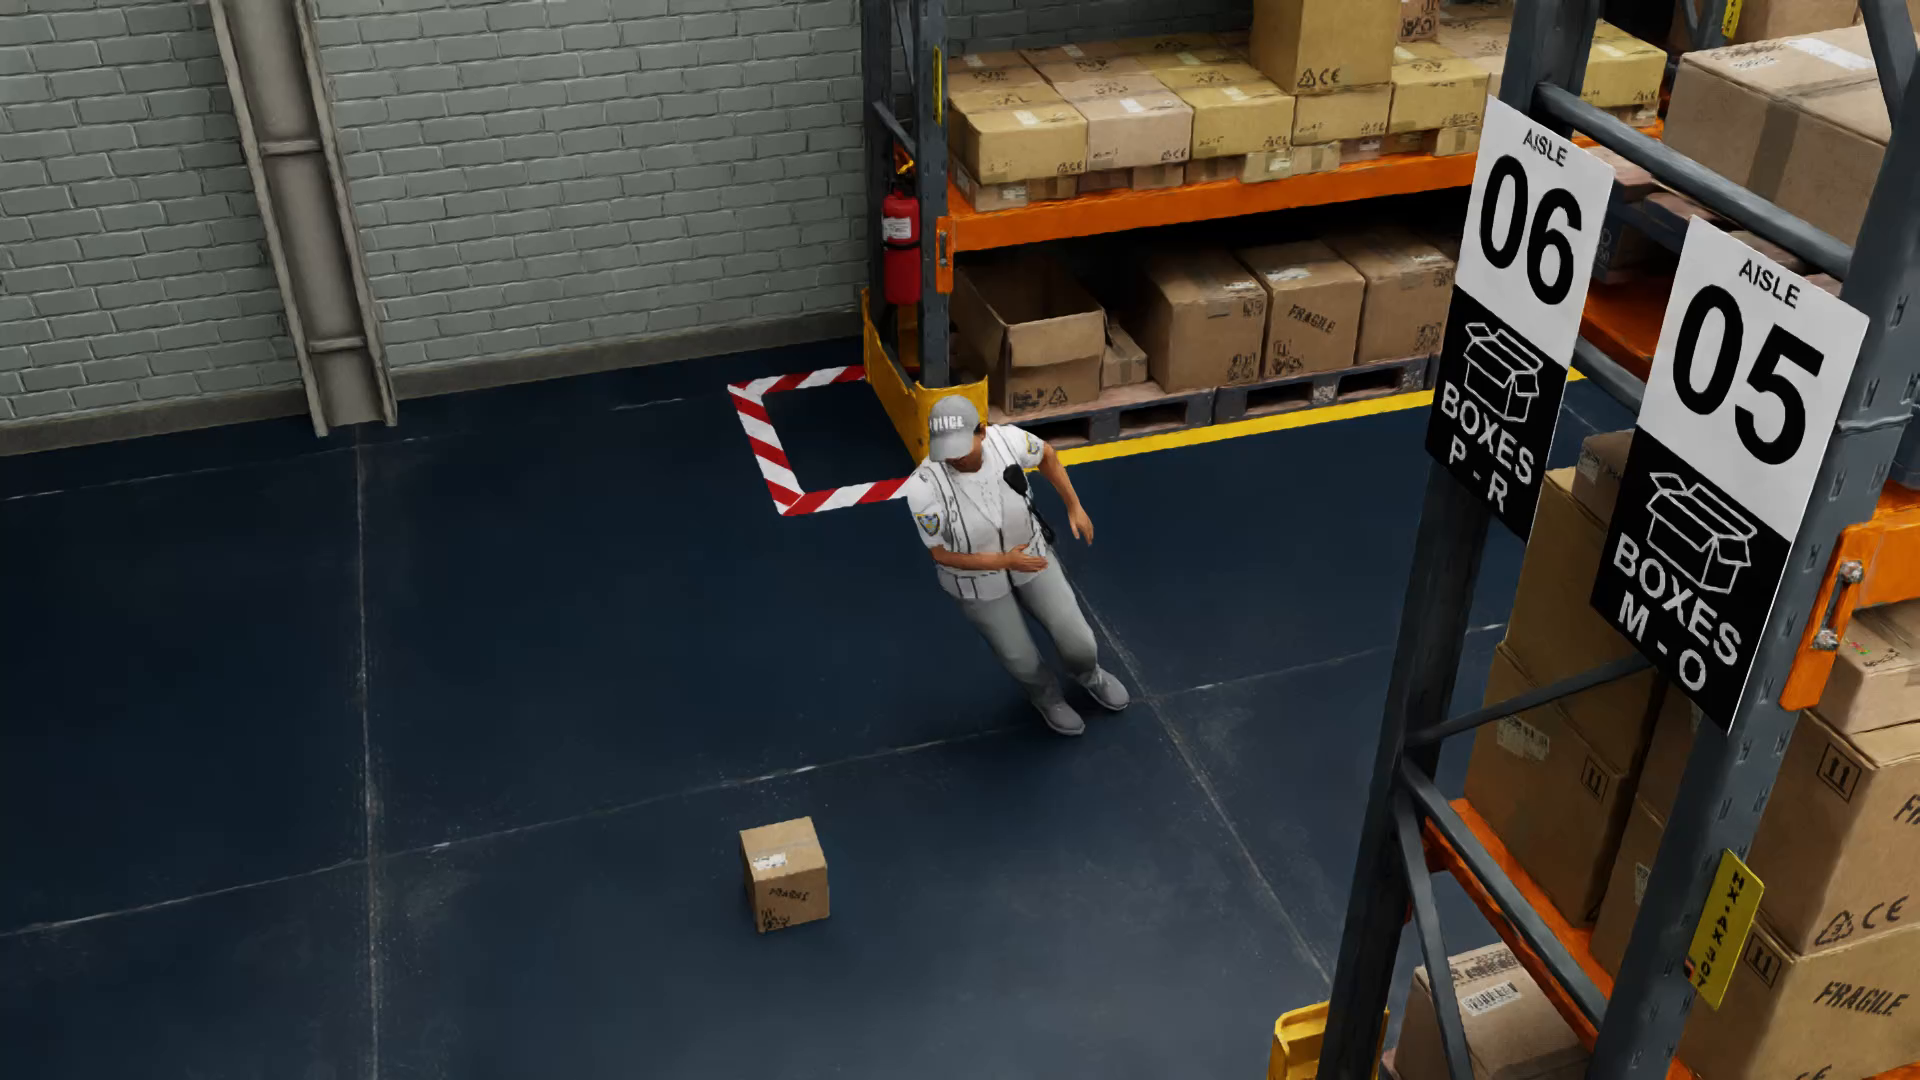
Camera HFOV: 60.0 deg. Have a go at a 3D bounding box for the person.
[{"bbox_3d":[0.257,0.109,6.078,0.890,1.541,0.562,-15,37,-21],"label":"person"}]
